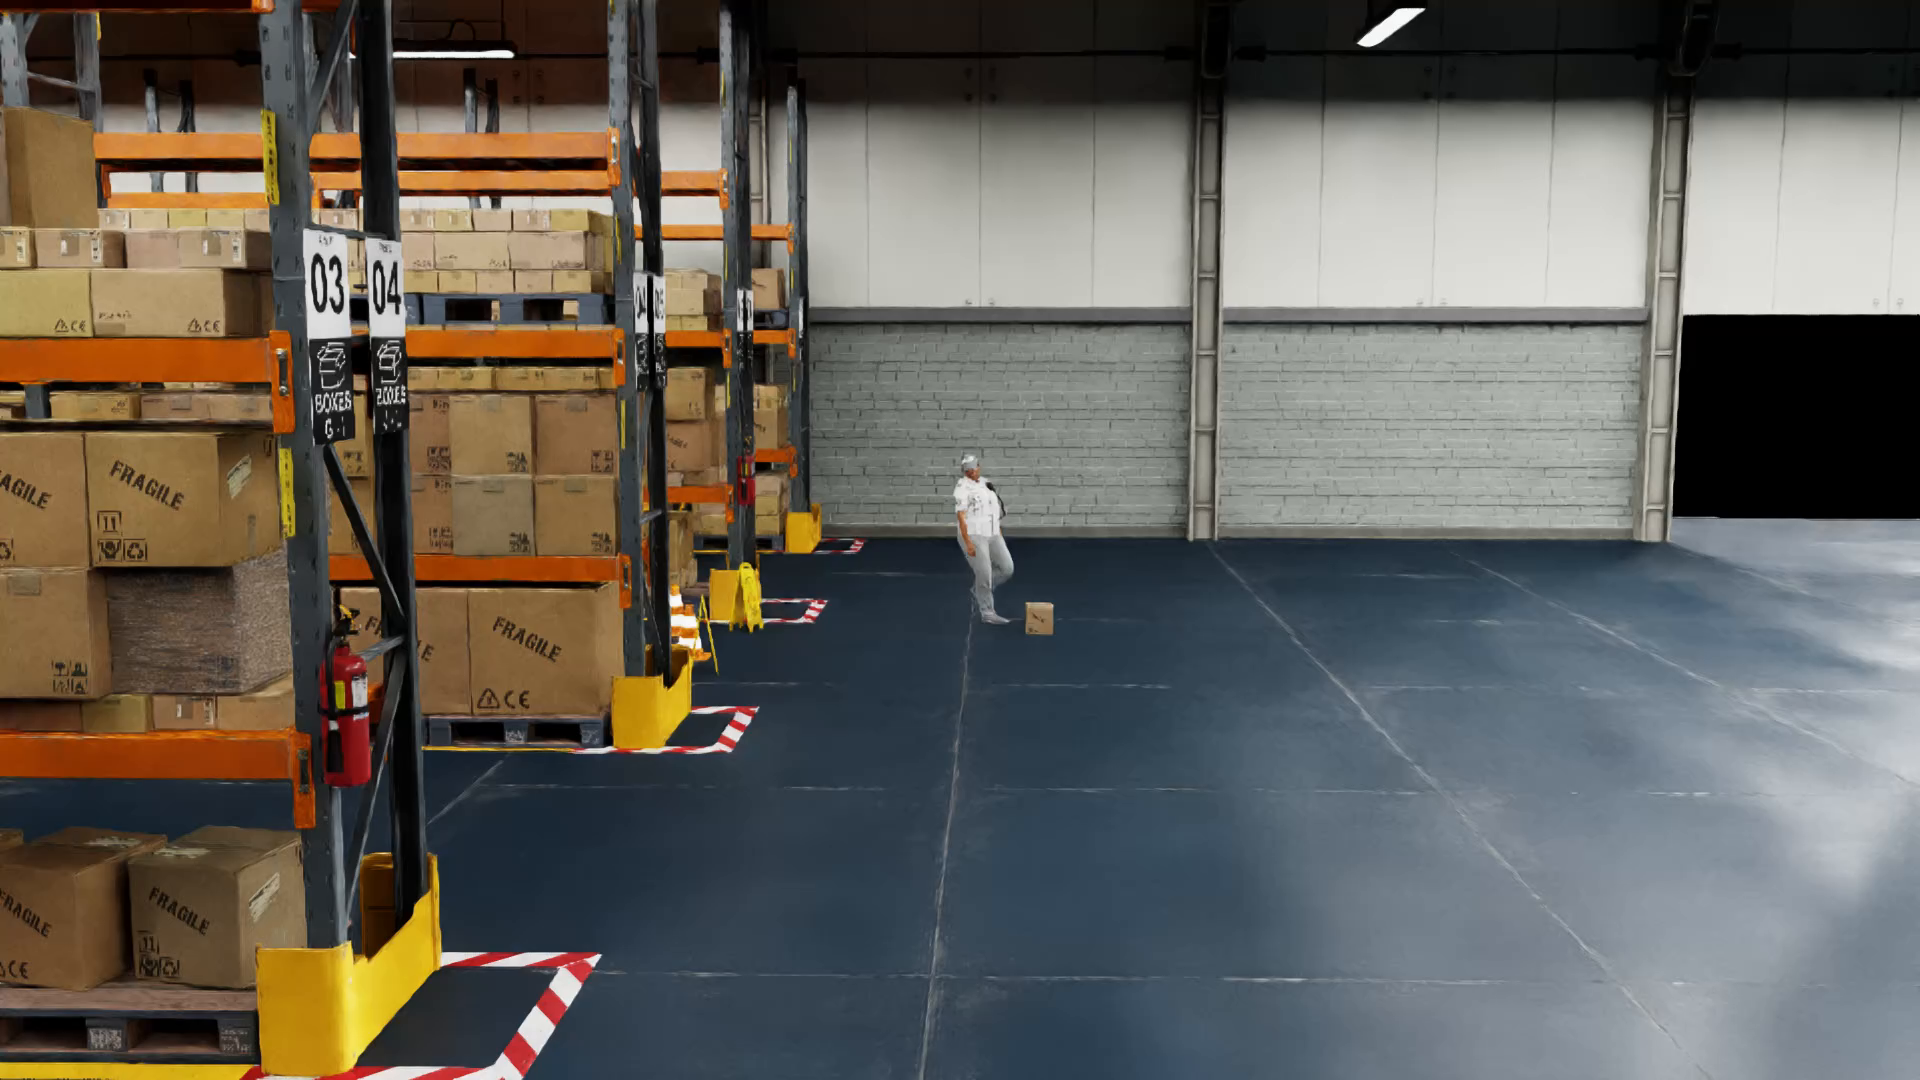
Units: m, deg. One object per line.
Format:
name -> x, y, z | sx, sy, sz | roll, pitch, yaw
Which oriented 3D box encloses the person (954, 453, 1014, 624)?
person -> 0.211, -0.017, 15.990 | 0.532, 1.636, 0.519 | 6, 10, 41
